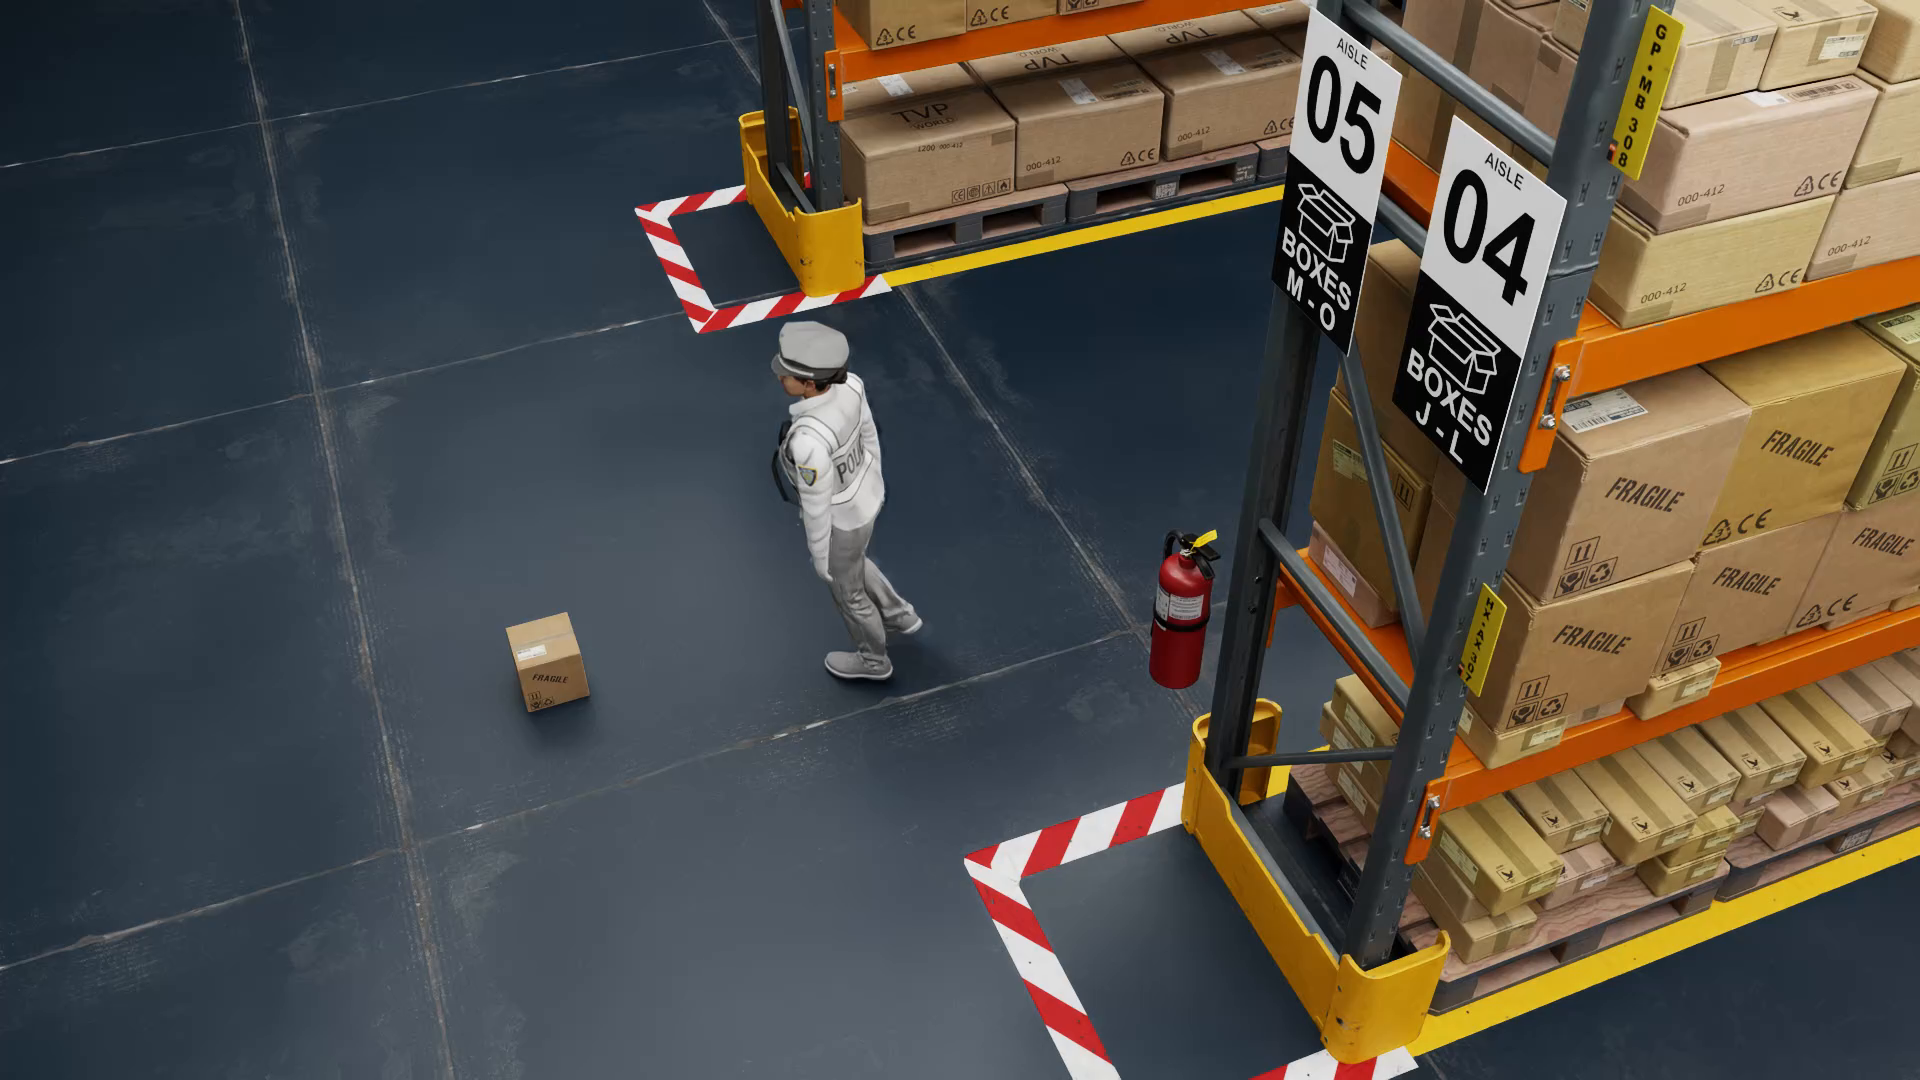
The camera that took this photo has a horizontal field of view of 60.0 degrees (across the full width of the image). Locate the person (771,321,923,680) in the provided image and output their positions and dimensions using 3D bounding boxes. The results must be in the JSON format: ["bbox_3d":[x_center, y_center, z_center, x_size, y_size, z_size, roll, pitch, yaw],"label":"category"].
[{"bbox_3d":[-0.413,-0.089,6.233,0.483,1.672,0.523,10,43,11],"label":"person"}]
